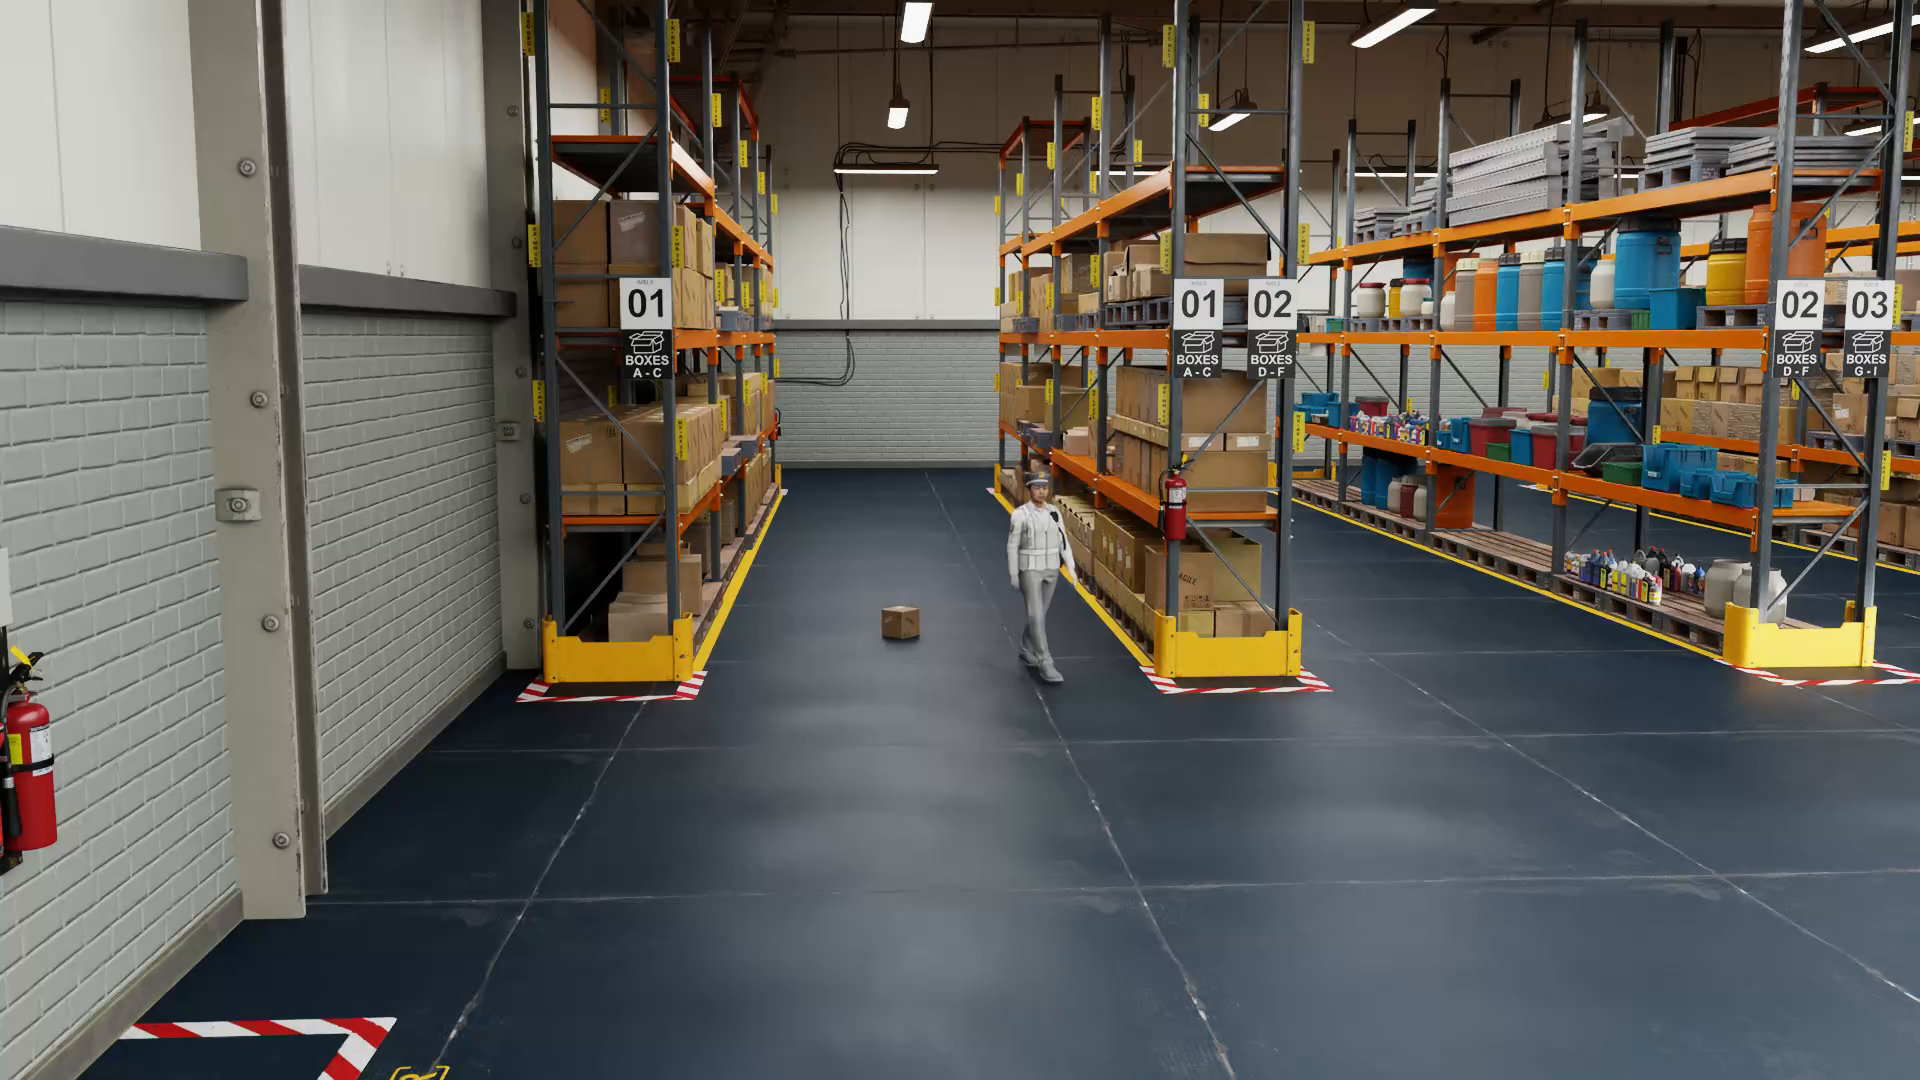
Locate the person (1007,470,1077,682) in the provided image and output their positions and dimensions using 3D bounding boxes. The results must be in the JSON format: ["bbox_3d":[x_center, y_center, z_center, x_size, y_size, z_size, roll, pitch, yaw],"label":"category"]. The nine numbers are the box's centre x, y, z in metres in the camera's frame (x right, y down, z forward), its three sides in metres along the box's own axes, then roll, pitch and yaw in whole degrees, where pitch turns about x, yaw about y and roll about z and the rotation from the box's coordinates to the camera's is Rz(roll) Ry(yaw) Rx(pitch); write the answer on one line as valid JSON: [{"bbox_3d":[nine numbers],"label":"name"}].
[{"bbox_3d":[0.695,0.258,13.428,0.495,1.646,0.914,-4,8,-27],"label":"person"}]
